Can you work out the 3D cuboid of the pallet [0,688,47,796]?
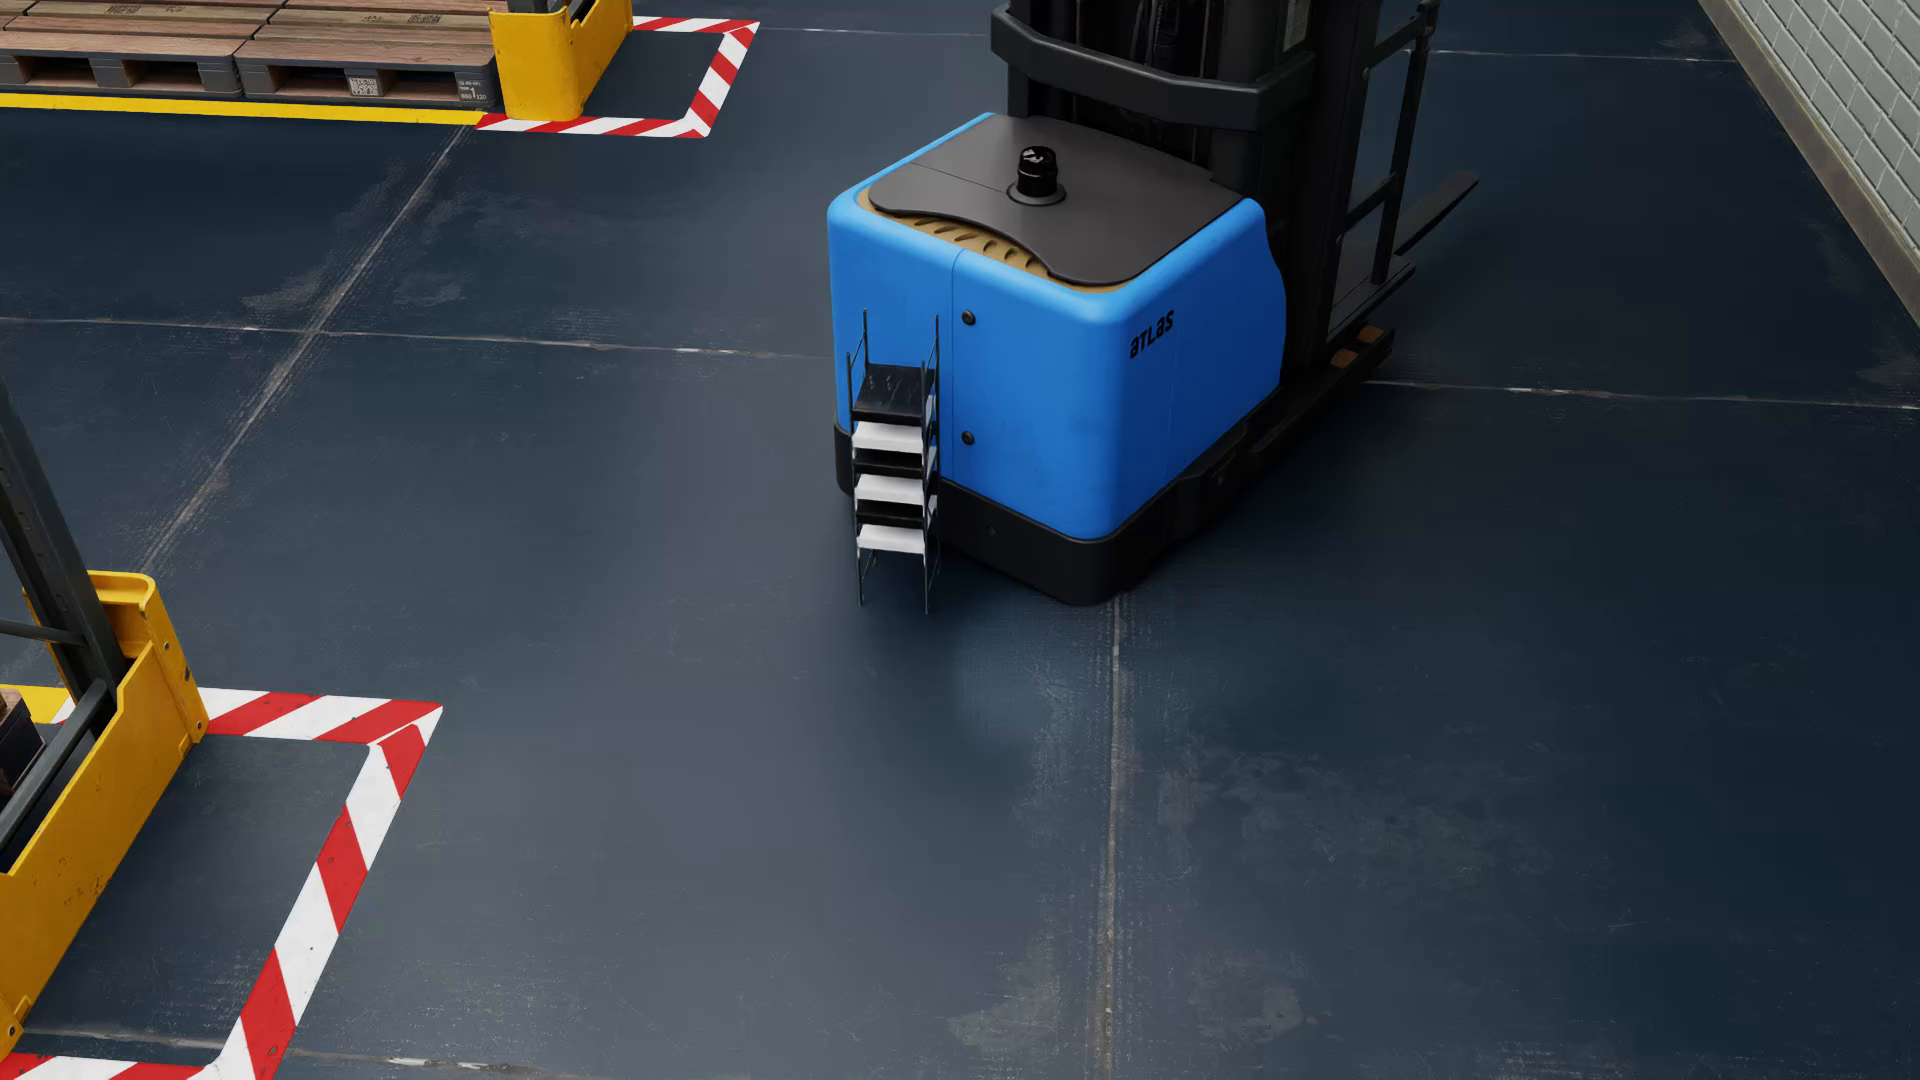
[{"bbox_3d":[-3.128,0.761,4.148,1.213,0.211,1.003,3,39,4],"label":"pallet"}]

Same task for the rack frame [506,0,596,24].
[{"bbox_3d":[-1.898,-3.441,7.101,0.127,3.000,1.000,3,39,4],"label":"rack frame"}]

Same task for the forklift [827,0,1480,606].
[{"bbox_3d":[0.904,-1.817,5.160,1.130,2.935,3.031,26,46,28],"label":"forklift"}]

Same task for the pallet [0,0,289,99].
[{"bbox_3d":[-3.928,-2.497,8.150,1.213,0.211,1.003,3,39,4],"label":"pallet"}]

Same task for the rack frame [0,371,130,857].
[{"bbox_3d":[-2.325,-0.326,3.274,0.127,3.000,1.000,3,39,4],"label":"rack frame"}]

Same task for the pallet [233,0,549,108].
[{"bbox_3d":[-2.716,-2.429,8.067,1.213,0.211,1.003,3,39,4],"label":"pallet"}]

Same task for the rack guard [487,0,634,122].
[{"bbox_3d":[-1.873,-2.478,7.899,0.348,0.500,1.175,3,39,4],"label":"rack guard"}]

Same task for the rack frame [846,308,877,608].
[{"bbox_3d":[-0.281,-0.219,4.806,0.006,0.900,0.240,6,40,7],"label":"rack frame"}]

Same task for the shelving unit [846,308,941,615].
[{"bbox_3d":[-0.181,-0.209,4.794,0.210,0.900,0.258,6,40,7],"label":"shelving unit"}]

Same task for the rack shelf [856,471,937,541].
[{"bbox_3d":[-0.181,-0.113,4.872,0.200,0.077,0.258,6,40,7],"label":"rack shelf"}]

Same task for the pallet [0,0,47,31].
[{"bbox_3d":[-5.147,-2.562,8.230,1.213,0.211,1.003,3,39,4],"label":"pallet"}]

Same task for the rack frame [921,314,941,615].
[{"bbox_3d":[-0.081,-0.199,4.781,0.006,0.900,0.240,6,40,7],"label":"rack frame"}]

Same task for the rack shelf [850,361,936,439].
[{"bbox_3d":[-0.181,-0.393,4.644,0.200,0.077,0.258,6,40,7],"label":"rack shelf"}]

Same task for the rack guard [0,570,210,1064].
[{"bbox_3d":[-2.301,0.645,4.062,0.348,0.500,1.175,3,39,4],"label":"rack guard"}]

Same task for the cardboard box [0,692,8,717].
[{"bbox_3d":[-2.970,0.351,3.793,0.875,0.875,0.875,3,39,4],"label":"cardboard box"}]

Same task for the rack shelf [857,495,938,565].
[{"bbox_3d":[-0.181,-0.044,4.929,0.200,0.077,0.258,6,40,7],"label":"rack shelf"}]

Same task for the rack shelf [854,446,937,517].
[{"bbox_3d":[-0.181,-0.183,4.815,0.200,0.077,0.258,6,40,7],"label":"rack shelf"}]

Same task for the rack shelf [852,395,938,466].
[{"bbox_3d":[-0.181,-0.323,4.701,0.200,0.077,0.258,6,40,7],"label":"rack shelf"}]

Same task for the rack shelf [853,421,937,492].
[{"bbox_3d":[-0.181,-0.253,4.758,0.200,0.077,0.258,6,40,7],"label":"rack shelf"}]
